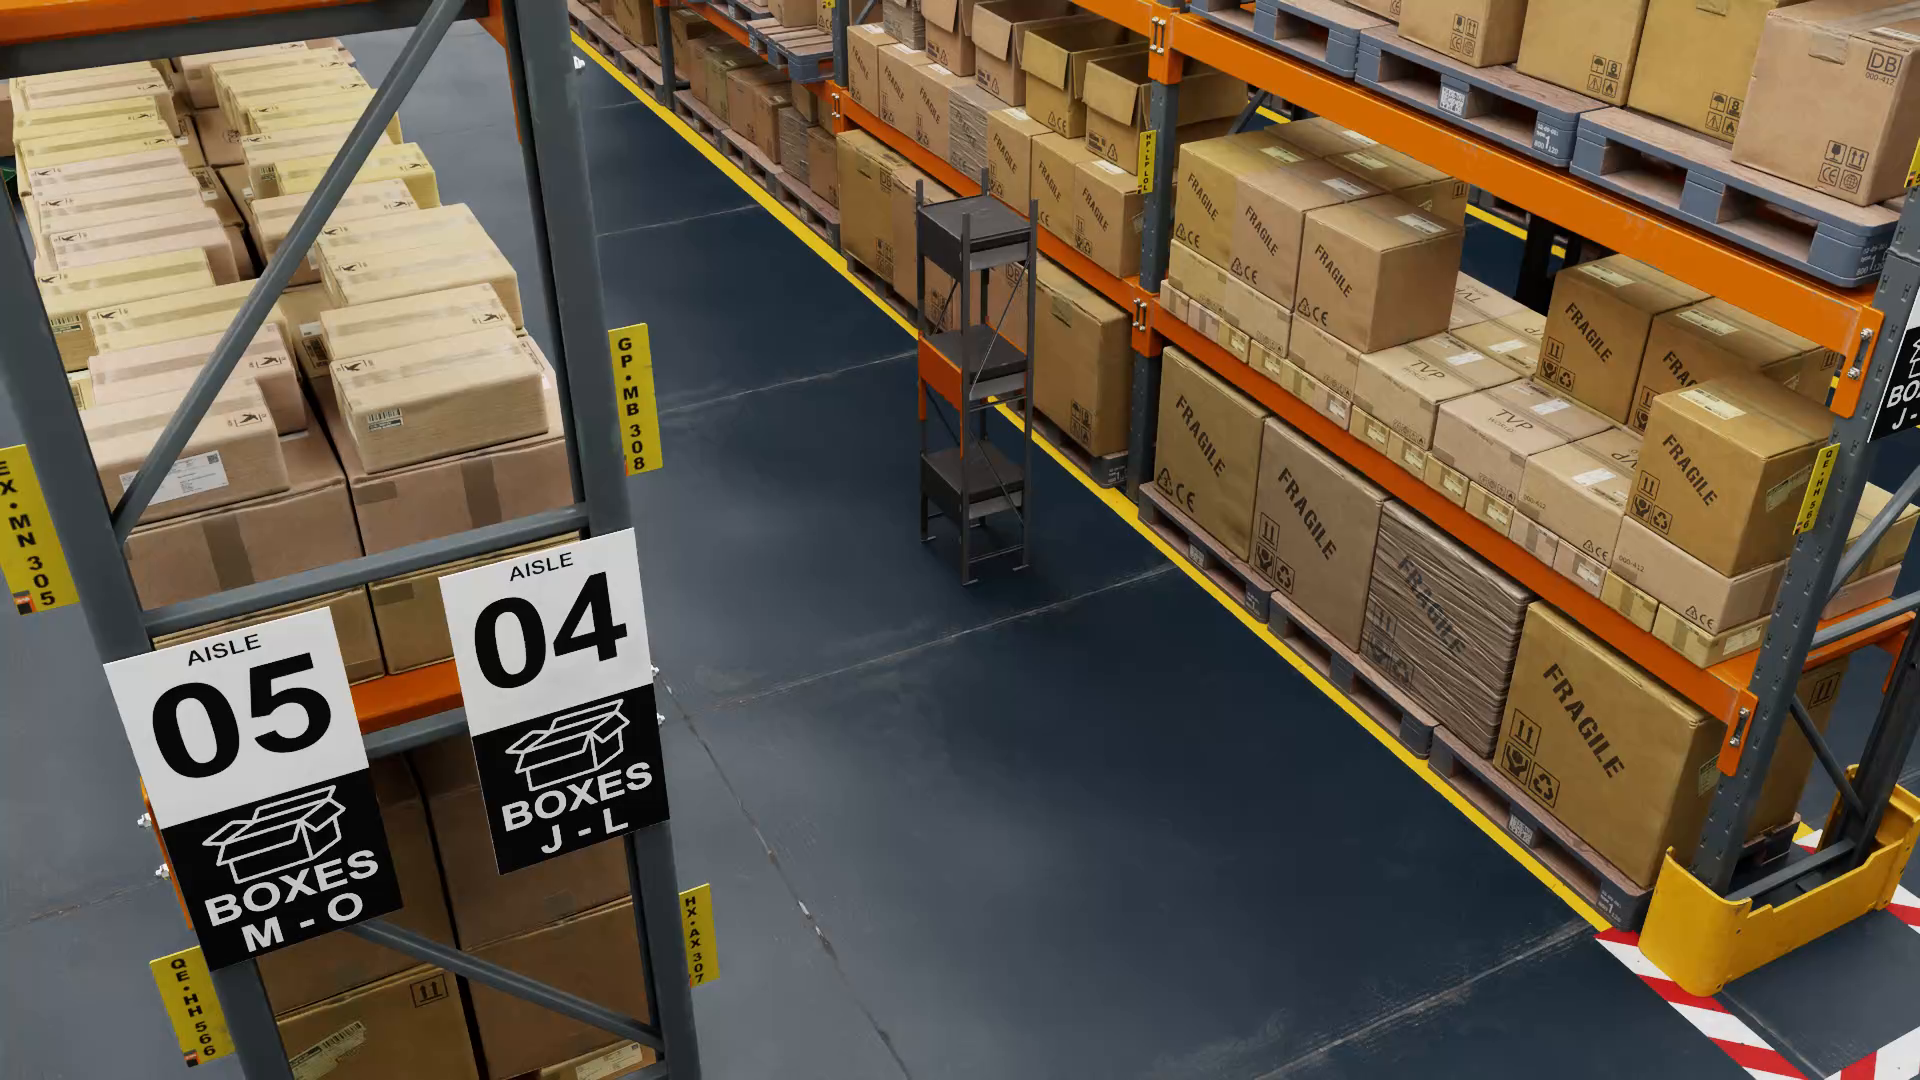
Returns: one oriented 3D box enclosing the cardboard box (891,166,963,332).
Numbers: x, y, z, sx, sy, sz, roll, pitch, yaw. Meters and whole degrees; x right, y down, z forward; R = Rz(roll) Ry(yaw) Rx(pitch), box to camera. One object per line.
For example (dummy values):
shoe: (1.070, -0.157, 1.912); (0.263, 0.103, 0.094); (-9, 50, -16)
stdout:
cardboard box: (0.279, -2.045, 11.261); (1.225, 0.875, 0.875); (-16, 36, -23)

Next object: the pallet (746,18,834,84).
pallet: (-0.860, -3.758, 12.531); (1.213, 0.211, 1.003); (-16, 36, -23)

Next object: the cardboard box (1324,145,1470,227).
cardboard box: (2.112, -1.602, 8.156); (0.500, 0.500, 0.500); (-15, 36, -23)

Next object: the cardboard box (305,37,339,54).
cardboard box: (-2.332, -1.685, 5.644); (0.380, 0.149, 0.250); (-16, 36, -23)

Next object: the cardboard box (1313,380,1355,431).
cardboard box: (1.880, -0.667, 7.762); (0.380, 0.149, 0.250); (-15, 36, -23)

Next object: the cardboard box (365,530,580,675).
cardboard box: (-1.122, 0.014, 3.825); (0.500, 0.250, 0.500); (-15, 35, -21)

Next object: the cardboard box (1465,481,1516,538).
cardboard box: (2.362, -0.176, 6.995); (0.380, 0.149, 0.250); (-17, 36, -24)

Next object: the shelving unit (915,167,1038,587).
shelving unit: (0.077, -0.805, 8.579); (0.431, 2.100, 0.503); (-16, 36, -23)

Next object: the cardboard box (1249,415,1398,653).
cardboard box: (2.088, -0.134, 8.277); (0.875, 0.875, 0.875); (-16, 36, -23)

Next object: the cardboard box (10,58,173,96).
cardboard box: (-2.991, -1.537, 5.783); (0.500, 0.250, 0.500); (-15, 35, -22)

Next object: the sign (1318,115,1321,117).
sign: (1.922, -2.154, 8.975); (0.100, 0.325, 0.005); (-16, 36, -23)

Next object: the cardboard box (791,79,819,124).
cardboard box: (-1.029, -3.536, 13.222); (0.500, 0.250, 0.500); (-12, 35, -18)

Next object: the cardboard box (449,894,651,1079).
cardboard box: (-1.103, 1.041, 4.495); (0.500, 0.500, 0.500); (-14, 35, -21)

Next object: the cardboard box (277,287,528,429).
cardboard box: (-1.357, -0.442, 4.073); (0.500, 0.250, 0.500); (-16, 36, -24)

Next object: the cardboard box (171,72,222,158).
cardboard box: (-2.331, -1.420, 5.599); (0.500, 0.250, 0.500); (-17, 37, -25)

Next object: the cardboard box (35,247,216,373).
cardboard box: (-1.921, -0.535, 3.848); (0.380, 0.149, 0.250); (-15, 36, -22)

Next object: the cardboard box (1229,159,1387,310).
cardboard box: (1.652, -1.464, 7.942); (0.500, 0.500, 0.500); (-16, 36, -23)

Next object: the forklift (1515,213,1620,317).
forklift: (3.167, -1.458, 8.828); (1.130, 2.935, 3.031); (-18, 37, -26)

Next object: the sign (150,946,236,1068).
sign: (-1.639, 1.001, 3.559); (0.100, 0.325, 0.005); (-16, 36, -23)

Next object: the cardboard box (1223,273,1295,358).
cardboard box: (1.646, -1.150, 8.146); (0.500, 0.250, 0.500); (-16, 36, -23)

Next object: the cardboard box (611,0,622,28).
cardboard box: (-3.303, -5.585, 17.133); (0.500, 0.500, 0.500); (-13, 35, -19)

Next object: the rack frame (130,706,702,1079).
rack frame: (-1.138, 1.492, 4.159); (1.000, 3.000, 0.127); (-16, 36, -23)

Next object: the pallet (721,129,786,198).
pallet: (-1.361, -3.306, 14.233); (1.003, 0.211, 1.213); (-16, 36, -23)

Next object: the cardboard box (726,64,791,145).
cardboard box: (-1.564, -3.769, 14.281); (0.700, 0.500, 0.500); (-19, 37, -27)

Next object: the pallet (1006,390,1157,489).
pallet: (1.005, -0.791, 10.308); (1.003, 0.211, 1.213); (-16, 36, -23)

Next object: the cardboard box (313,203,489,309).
cardboard box: (-1.366, -0.688, 4.088); (0.380, 0.149, 0.250); (-15, 36, -22)

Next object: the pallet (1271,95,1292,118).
pallet: (3.621, -3.976, 15.279); (1.003, 0.211, 1.213); (-16, 36, -23)

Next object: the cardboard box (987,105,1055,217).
cardboard box: (0.498, -2.298, 9.983); (0.500, 0.500, 0.500); (-16, 36, -24)

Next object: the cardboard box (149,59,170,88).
cardboard box: (-2.817, -1.552, 5.436); (0.380, 0.149, 0.250); (-16, 36, -24)

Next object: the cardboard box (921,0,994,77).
cardboard box: (0.195, -3.325, 10.655); (0.797, 0.503, 0.637); (-15, 36, -22)

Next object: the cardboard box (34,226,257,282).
cardboard box: (-2.054, -0.563, 4.262); (0.500, 0.250, 0.500); (-15, 36, -22)

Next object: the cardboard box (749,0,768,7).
cardboard box: (-1.450, -4.373, 13.050); (0.396, 0.266, 0.258); (-17, 36, -24)

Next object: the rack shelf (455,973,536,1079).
rack shelf: (-2.071, 0.840, 5.843); (1.077, 0.370, 4.000); (-16, 36, -23)

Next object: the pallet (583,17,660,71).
pallet: (-3.216, -5.155, 17.119); (1.003, 0.211, 1.213); (-16, 36, -23)

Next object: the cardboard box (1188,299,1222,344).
cardboard box: (1.398, -1.160, 8.532); (0.380, 0.149, 0.250); (-17, 36, -25)

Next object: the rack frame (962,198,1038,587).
rack frame: (0.191, -0.689, 8.397); (0.400, 2.100, 0.015); (-16, 36, -23)

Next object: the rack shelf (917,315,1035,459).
rack shelf: (0.077, -0.794, 8.586); (0.431, 0.518, 0.480); (-16, 36, -23)

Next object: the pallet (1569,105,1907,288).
pallet: (2.941, -1.284, 5.795); (1.003, 0.211, 1.213); (-16, 36, -23)

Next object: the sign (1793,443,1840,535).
sign: (2.810, -0.165, 5.452); (0.100, 0.325, 0.005); (-16, 36, -23)

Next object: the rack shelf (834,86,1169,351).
rack shelf: (0.499, -2.268, 10.695); (1.077, 0.370, 4.000); (-16, 36, -23)

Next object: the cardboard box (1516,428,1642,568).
cardboard box: (2.600, -0.176, 6.626); (0.500, 0.250, 0.500); (-17, 36, -24)

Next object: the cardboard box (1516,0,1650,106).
cardboard box: (2.567, -2.000, 6.254); (0.700, 0.500, 0.500); (-18, 37, -26)

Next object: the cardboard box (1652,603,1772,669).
cardboard box: (2.839, 0.311, 6.235); (0.380, 0.149, 0.250); (-15, 36, -22)

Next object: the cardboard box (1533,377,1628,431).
cardboard box: (2.832, -0.554, 7.215); (0.500, 0.250, 0.500); (-17, 36, -25)

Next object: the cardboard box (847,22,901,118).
cardboard box: (-0.447, -3.267, 11.495); (0.500, 0.500, 0.500); (-15, 35, -22)

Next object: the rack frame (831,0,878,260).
rack frame: (-0.433, -3.525, 11.990); (1.000, 3.000, 0.127); (-16, 36, -23)

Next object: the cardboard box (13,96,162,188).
cardboard box: (-2.512, -1.156, 4.818); (0.380, 0.149, 0.250); (-14, 35, -21)

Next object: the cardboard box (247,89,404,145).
cardboard box: (-1.854, -1.188, 4.868); (0.380, 0.149, 0.250); (-17, 36, -24)
